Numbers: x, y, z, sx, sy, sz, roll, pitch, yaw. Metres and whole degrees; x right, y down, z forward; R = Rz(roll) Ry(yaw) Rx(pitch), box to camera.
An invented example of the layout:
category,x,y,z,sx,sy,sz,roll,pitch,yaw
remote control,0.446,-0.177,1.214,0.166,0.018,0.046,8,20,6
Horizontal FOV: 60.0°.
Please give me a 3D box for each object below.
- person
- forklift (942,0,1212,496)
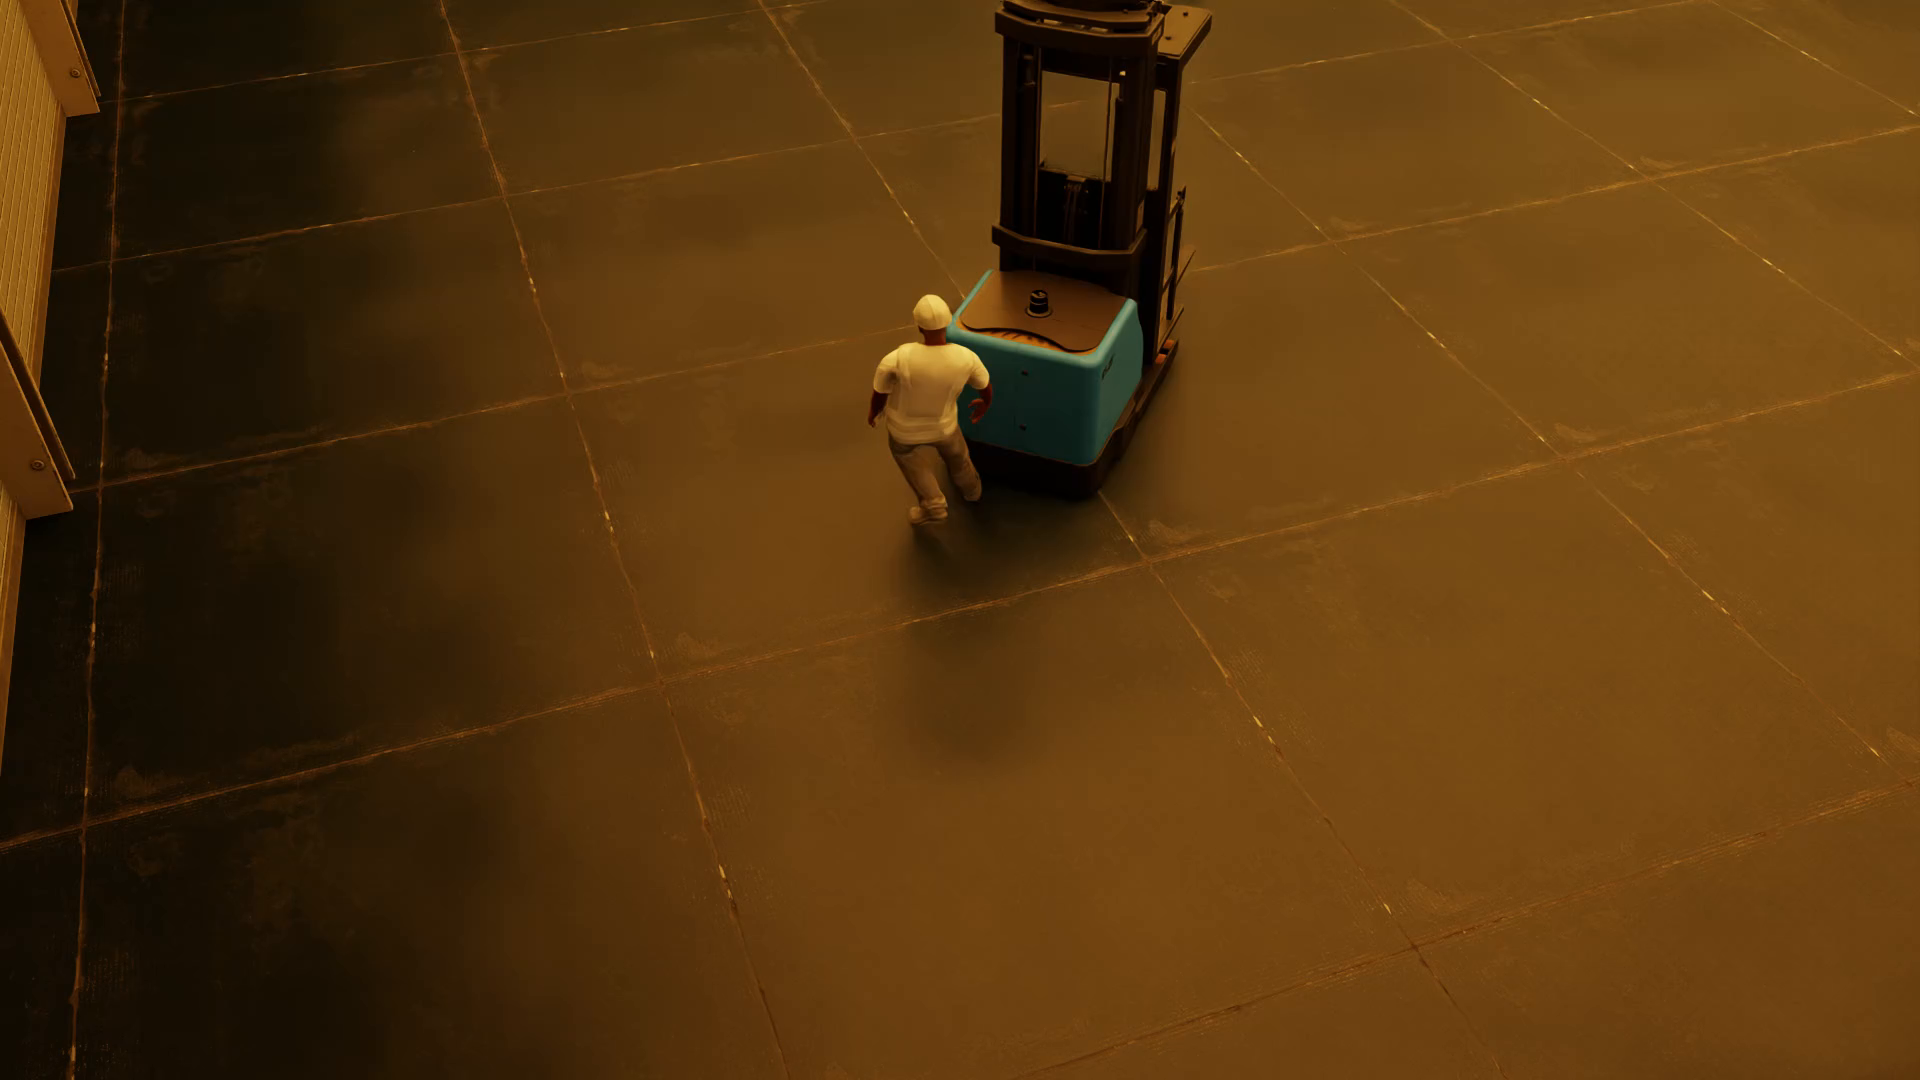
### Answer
category,x,y,z,sx,sy,sz,roll,pitch,yaw
person,-0.175,-0.819,9.947,0.737,1.692,0.733,-5,40,-5
forklift,0.900,-2.353,10.798,1.130,2.935,3.031,14,42,17
